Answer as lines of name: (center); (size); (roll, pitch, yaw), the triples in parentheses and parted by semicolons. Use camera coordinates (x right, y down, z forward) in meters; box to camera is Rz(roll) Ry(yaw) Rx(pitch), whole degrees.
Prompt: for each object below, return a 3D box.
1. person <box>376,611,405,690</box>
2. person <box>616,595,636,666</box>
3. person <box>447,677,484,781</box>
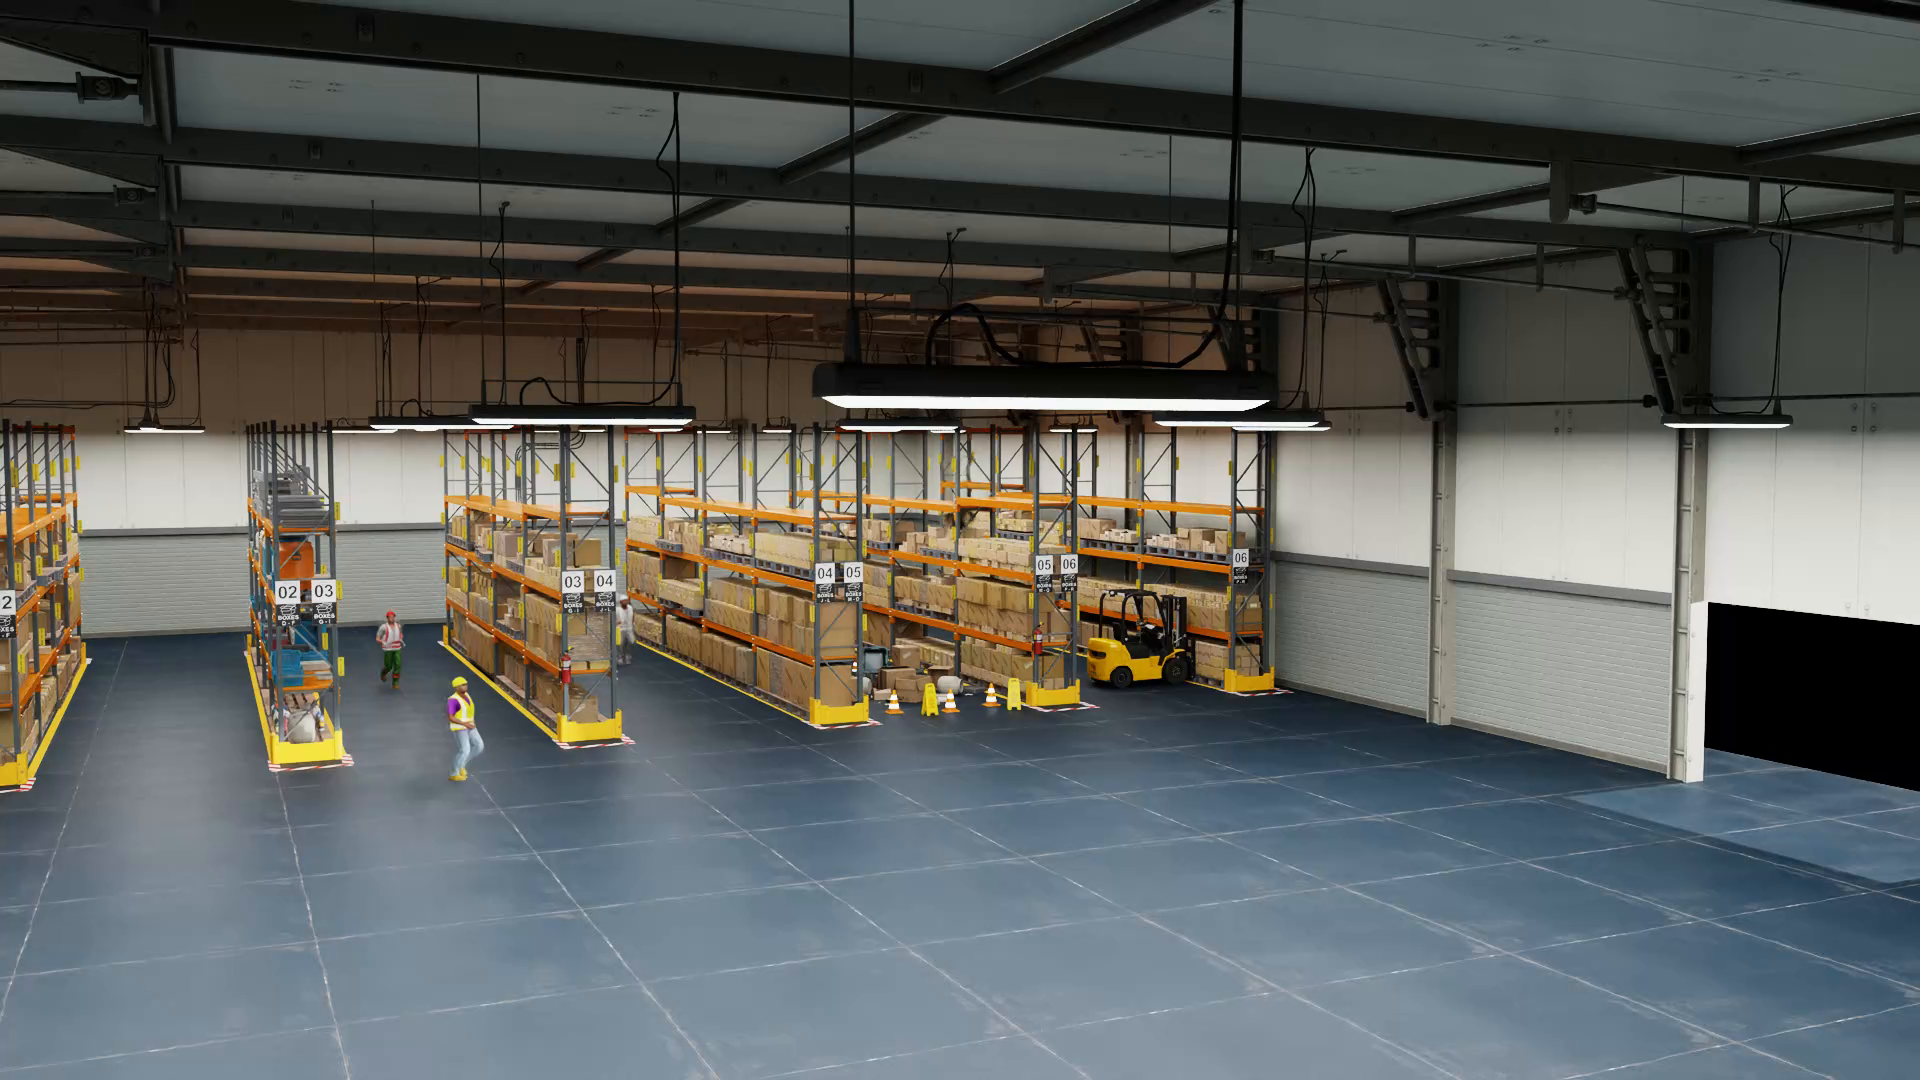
person: (-12.851, 2.486, 37.604); (0.655, 1.766, 0.889); (-3, 5, -40)
person: (-8.325, 2.251, 41.362); (0.662, 1.774, 0.785); (-2, 4, -32)
person: (-8.232, 3.129, 27.640); (0.555, 1.721, 0.704); (1, 4, 12)
